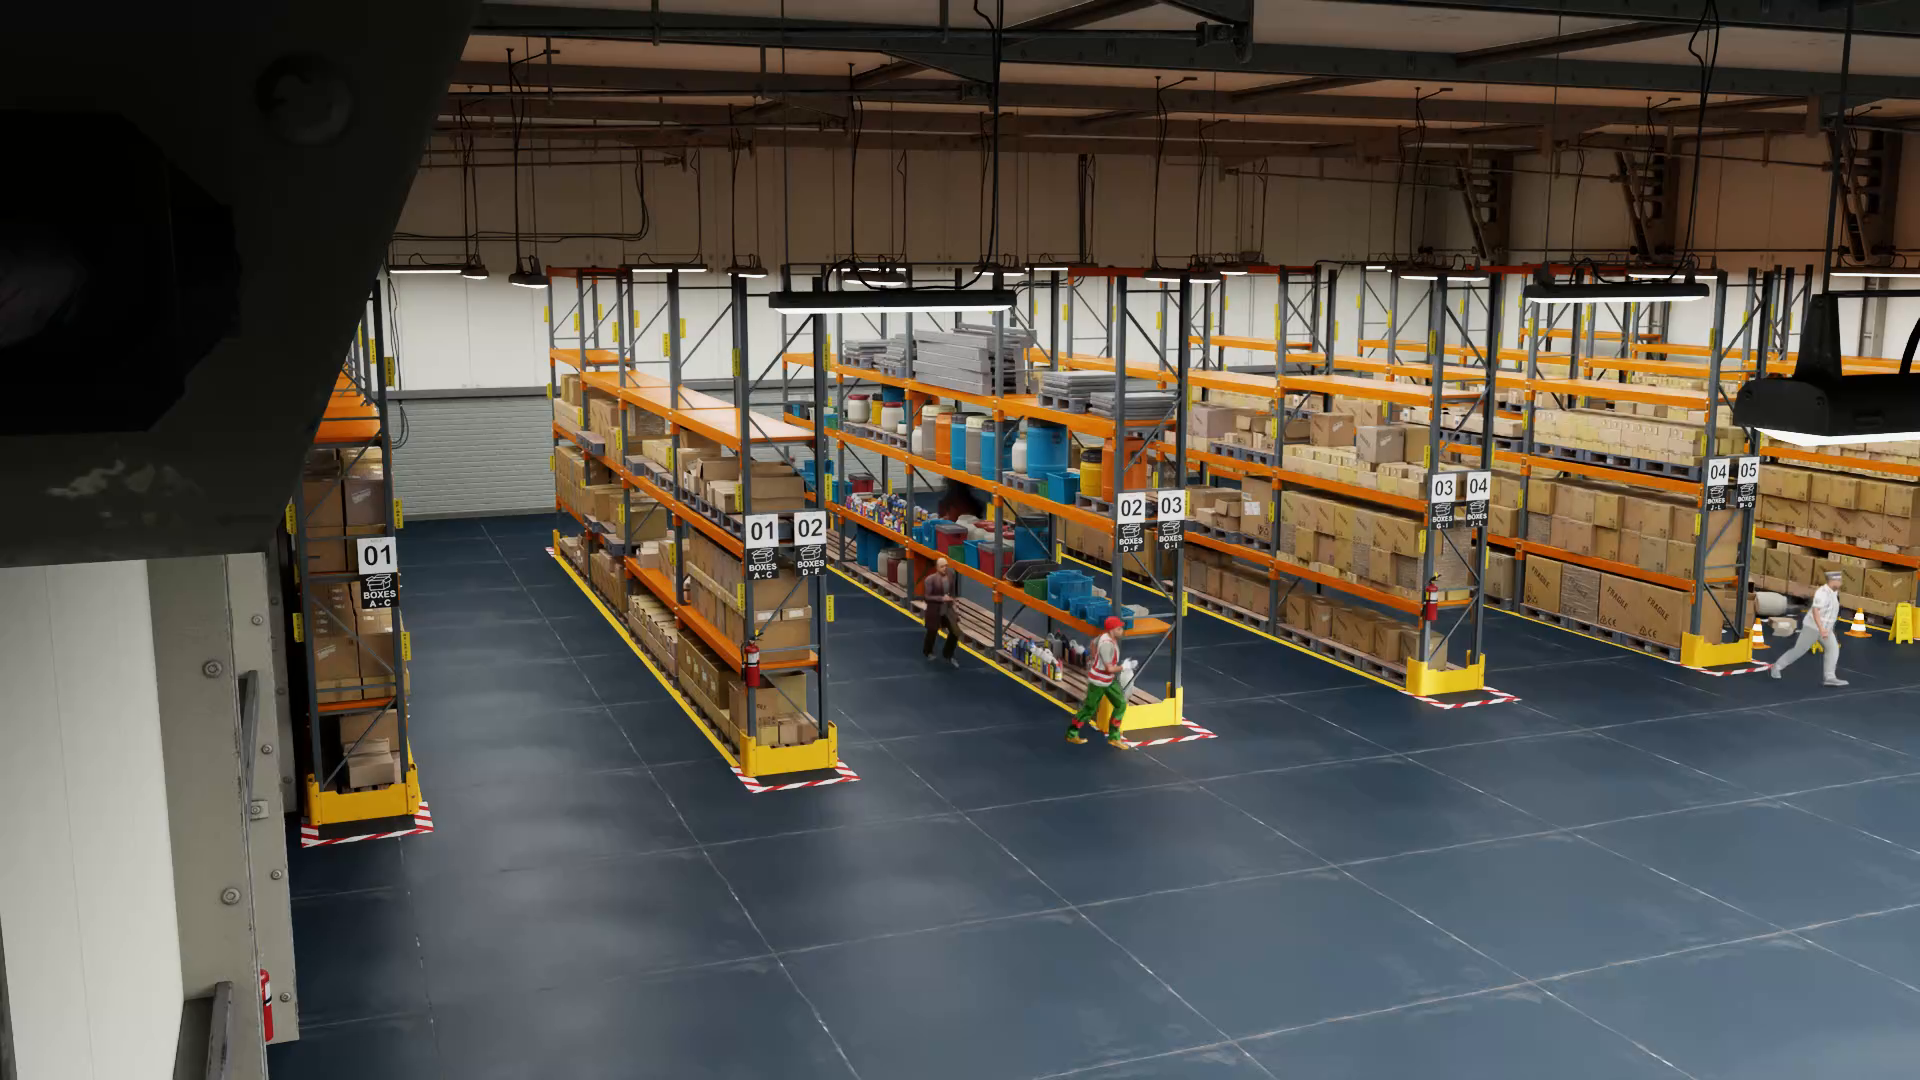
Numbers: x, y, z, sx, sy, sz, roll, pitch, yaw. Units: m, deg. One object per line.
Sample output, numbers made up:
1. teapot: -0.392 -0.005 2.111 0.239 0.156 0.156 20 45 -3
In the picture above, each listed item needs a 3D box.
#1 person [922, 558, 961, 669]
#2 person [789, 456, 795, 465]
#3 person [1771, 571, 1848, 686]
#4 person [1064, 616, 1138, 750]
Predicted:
1. person: -0.314 1.190 25.362 0.641 1.539 1.027 -4 11 -24
2. person: -4.167 -1.188 38.995 0.615 1.542 0.606 0 10 1
3. person: 12.529 1.267 24.413 0.672 1.692 1.007 -10 14 -43
4. person: 1.800 1.820 21.116 0.953 1.770 0.677 3 10 19
